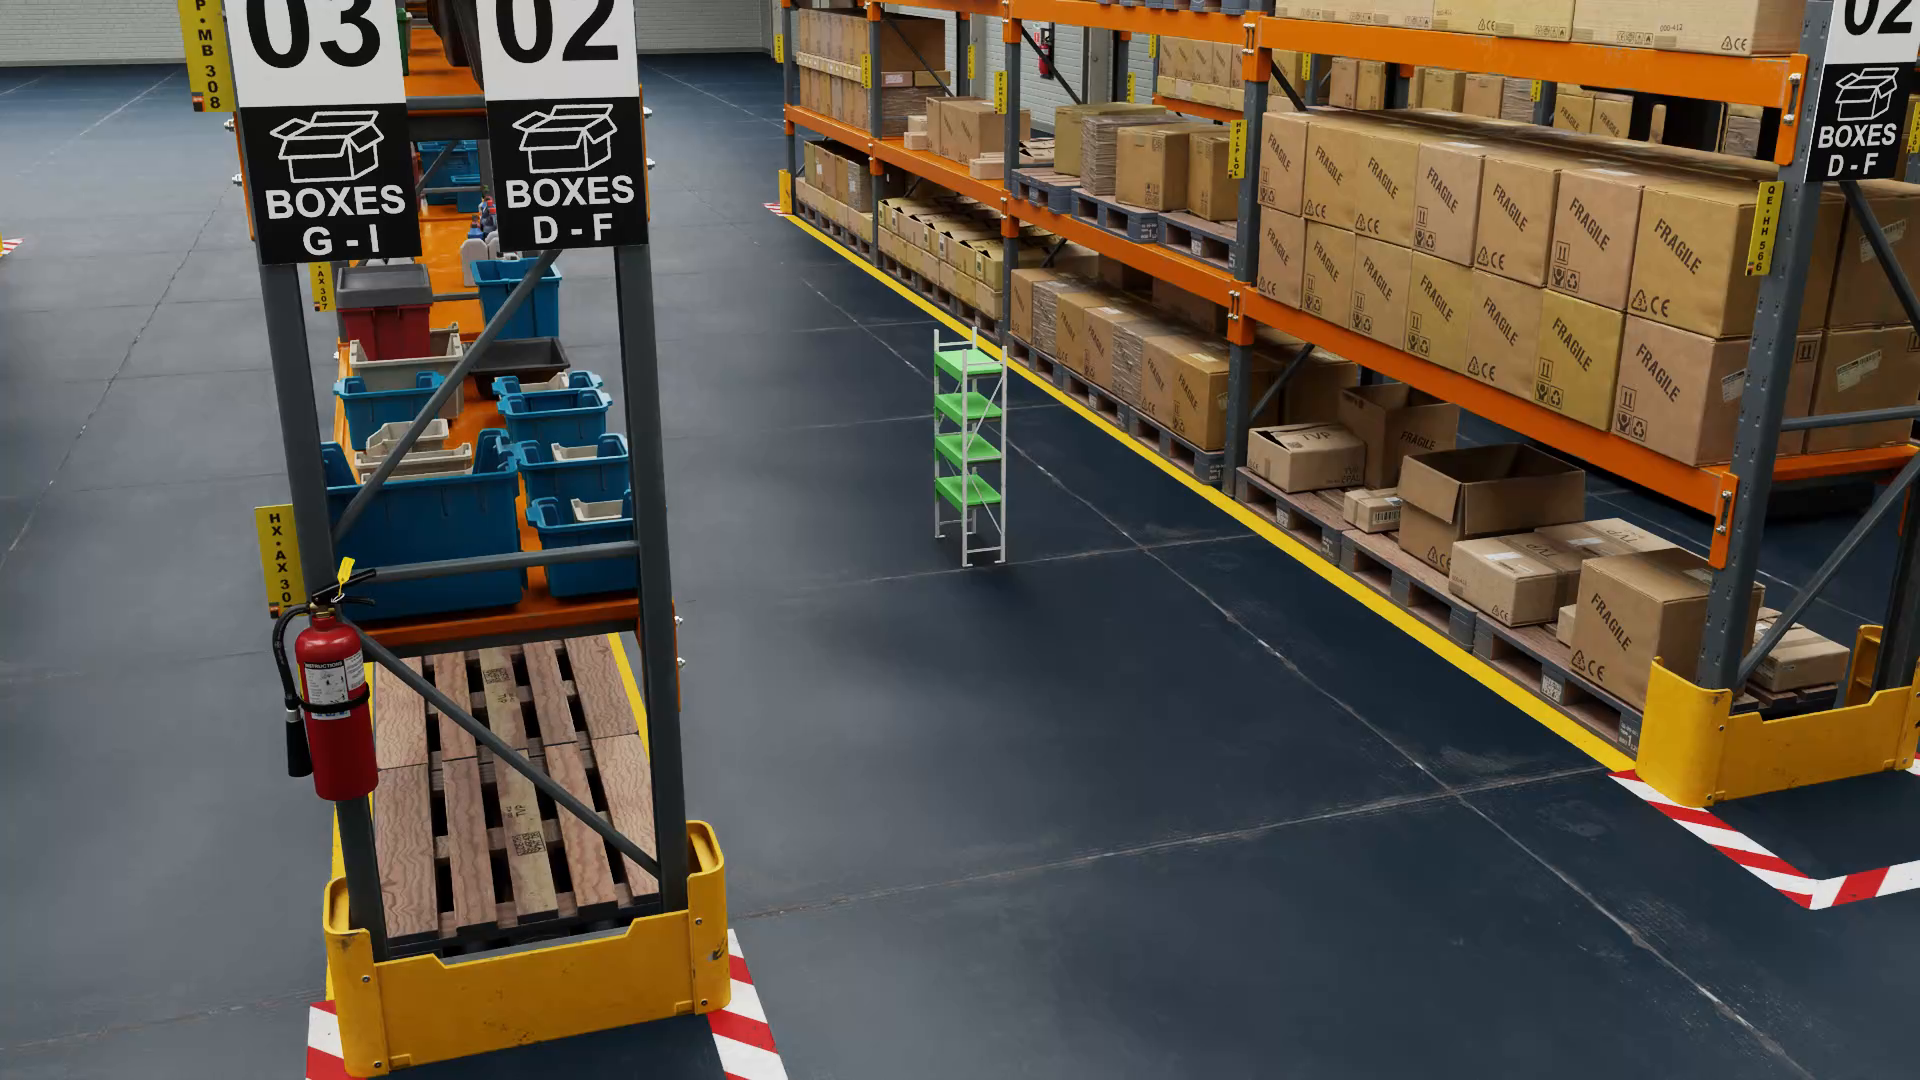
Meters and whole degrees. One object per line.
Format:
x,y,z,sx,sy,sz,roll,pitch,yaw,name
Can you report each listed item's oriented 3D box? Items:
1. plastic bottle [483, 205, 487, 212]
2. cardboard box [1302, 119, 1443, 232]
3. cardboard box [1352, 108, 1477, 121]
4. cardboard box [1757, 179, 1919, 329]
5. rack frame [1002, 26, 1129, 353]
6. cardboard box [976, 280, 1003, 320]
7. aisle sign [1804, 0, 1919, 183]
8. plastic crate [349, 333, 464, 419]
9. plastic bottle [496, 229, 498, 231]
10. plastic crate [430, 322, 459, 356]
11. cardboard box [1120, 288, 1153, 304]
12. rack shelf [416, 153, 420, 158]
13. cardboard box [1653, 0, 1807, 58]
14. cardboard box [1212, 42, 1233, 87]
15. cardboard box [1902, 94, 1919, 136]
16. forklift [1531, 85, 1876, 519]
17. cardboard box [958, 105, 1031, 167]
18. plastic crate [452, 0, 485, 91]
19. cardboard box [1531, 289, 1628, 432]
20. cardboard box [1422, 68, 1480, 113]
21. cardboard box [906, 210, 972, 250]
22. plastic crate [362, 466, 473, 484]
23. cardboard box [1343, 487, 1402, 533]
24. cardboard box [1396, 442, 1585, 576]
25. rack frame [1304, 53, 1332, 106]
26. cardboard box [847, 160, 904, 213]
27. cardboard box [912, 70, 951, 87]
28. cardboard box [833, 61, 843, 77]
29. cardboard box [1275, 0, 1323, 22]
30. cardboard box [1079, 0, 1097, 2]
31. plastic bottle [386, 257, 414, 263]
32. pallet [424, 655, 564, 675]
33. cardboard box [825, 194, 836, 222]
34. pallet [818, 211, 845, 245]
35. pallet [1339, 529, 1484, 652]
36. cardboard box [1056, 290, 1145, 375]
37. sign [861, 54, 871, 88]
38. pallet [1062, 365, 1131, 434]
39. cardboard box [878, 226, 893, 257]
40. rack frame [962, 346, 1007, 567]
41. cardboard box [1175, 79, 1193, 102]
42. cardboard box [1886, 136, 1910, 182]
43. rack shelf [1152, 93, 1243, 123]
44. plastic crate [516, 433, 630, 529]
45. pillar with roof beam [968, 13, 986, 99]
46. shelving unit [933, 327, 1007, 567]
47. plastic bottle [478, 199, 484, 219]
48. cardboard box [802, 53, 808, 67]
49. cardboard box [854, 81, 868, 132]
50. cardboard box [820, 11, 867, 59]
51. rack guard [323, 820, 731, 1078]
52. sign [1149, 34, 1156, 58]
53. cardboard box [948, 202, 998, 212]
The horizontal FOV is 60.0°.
-3.113,-2.110,11.044,0.097,0.271,0.097,0,20,0,plastic bottle
2.145,-1.906,8.657,0.500,0.500,0.500,-7,21,-19,cardboard box
2.507,-2.117,9.247,0.500,0.500,0.500,-6,21,-17,cardboard box
3.470,-1.139,6.523,0.500,0.500,0.500,-6,21,-16,cardboard box
0.845,-3.018,13.382,1.000,3.000,0.127,-6,21,-17,rack frame
0.448,-2.065,14.174,0.500,0.250,0.500,-6,21,-16,cardboard box
3.090,-1.620,5.643,0.394,0.787,0.004,-6,21,-17,aisle sign
-2.297,-0.672,6.937,0.437,0.282,0.530,-6,21,-17,plastic crate
-2.790,-1.781,10.127,0.097,0.271,0.097,0,20,0,plastic bottle
-2.591,-0.949,7.923,0.396,0.136,0.243,-6,21,-17,plastic crate
1.524,-1.607,12.501,0.500,0.500,0.500,-7,21,-19,cardboard box
-5.745,-4.080,17.402,1.077,0.370,4.000,-6,21,-17,rack shelf
2.947,-1.929,6.134,0.500,0.250,0.500,-6,21,-17,cardboard box
3.372,-5.729,20.012,0.500,0.500,0.500,-6,21,-16,cardboard box
6.414,-2.934,11.421,0.500,0.250,0.500,-6,21,-16,cardboard box
4.469,-1.952,10.515,1.130,2.935,3.031,-6,21,-16,forklift
0.302,-3.602,14.859,0.500,0.500,0.500,-8,21,-20,cardboard box
-1.201,-1.429,4.714,0.497,0.269,0.590,-6,21,-17,plastic crate
2.794,-0.779,7.000,0.500,0.500,0.500,-6,21,-17,cardboard box
4.976,-4.347,16.283,0.700,0.500,0.500,-6,21,-17,cardboard box
-0.203,-2.983,15.901,0.500,0.311,0.500,-7,21,-19,cardboard box
-1.850,-0.167,5.745,0.396,0.136,0.243,-6,21,-17,plastic crate
2.310,-0.174,9.004,0.380,0.166,0.250,-6,21,-17,cardboard box
2.697,-0.164,8.479,0.797,0.503,0.637,-6,21,-17,cardboard box
4.289,-4.829,18.424,1.000,3.000,0.127,-6,21,-17,rack frame
-0.912,-3.846,18.023,0.500,0.500,0.500,-6,21,-17,cardboard box
-0.313,-4.761,17.127,0.380,0.149,0.250,-6,21,-17,cardboard box
-1.185,-5.211,18.380,0.380,0.149,0.250,-6,21,-15,cardboard box
2.020,-2.893,8.819,0.500,0.250,0.500,-6,21,-17,cardboard box
1.337,-4.010,11.558,0.910,0.500,0.500,-6,21,-17,cardboard box
-3.122,-1.521,9.287,0.144,0.351,0.185,-6,21,-17,plastic bottle
-2.334,0.335,8.172,1.003,0.211,1.213,-6,21,-17,pallet
-1.243,-3.812,19.038,0.500,0.250,0.500,-6,21,-17,cardboard box
-1.010,-3.641,19.242,1.003,0.211,1.213,-6,21,-17,pallet
2.704,0.191,8.574,1.003,0.211,1.213,-6,21,-17,pallet
1.039,-1.543,12.323,0.500,0.500,0.500,-7,21,-18,cardboard box
-0.939,-4.687,16.630,0.100,0.325,0.005,-6,21,-17,sign
1.423,-1.071,12.087,1.003,0.211,1.213,-6,21,-17,pallet
-0.521,-3.050,16.916,0.500,0.250,0.500,-7,21,-19,cardboard box
0.129,-0.433,8.848,0.240,1.200,0.015,-6,21,-17,rack frame
3.060,-5.696,21.030,0.500,0.250,0.500,-7,21,-19,cardboard box
6.419,-2.580,11.544,0.500,0.500,0.500,-7,21,-18,cardboard box
3.660,-5.133,20.333,1.077,0.370,4.000,-6,21,-17,rack shelf
-1.316,-0.201,5.697,0.416,0.233,0.300,-6,21,-17,plastic crate
-3.786,-12.197,30.062,9.100,9.000,0.400,-6,21,-17,pillar with roof beam
0.052,-0.512,9.066,0.258,1.200,0.503,-6,21,-17,shelving unit
-3.308,-2.276,11.610,0.097,0.201,0.097,0,20,0,plastic bottle
-1.665,-5.704,19.753,0.380,0.149,0.250,-7,21,-19,cardboard box
-0.730,-4.659,17.803,0.700,0.500,0.500,-7,21,-18,cardboard box
-1.189,-5.745,18.907,0.700,0.500,0.500,-6,21,-17,cardboard box
-1.325,1.257,5.177,1.175,0.500,0.348,-6,21,-17,rack guard
2.517,-6.463,21.691,0.100,0.325,0.005,-6,21,-17,sign
0.156,-3.203,16.515,0.500,0.311,0.500,-6,21,-16,cardboard box
